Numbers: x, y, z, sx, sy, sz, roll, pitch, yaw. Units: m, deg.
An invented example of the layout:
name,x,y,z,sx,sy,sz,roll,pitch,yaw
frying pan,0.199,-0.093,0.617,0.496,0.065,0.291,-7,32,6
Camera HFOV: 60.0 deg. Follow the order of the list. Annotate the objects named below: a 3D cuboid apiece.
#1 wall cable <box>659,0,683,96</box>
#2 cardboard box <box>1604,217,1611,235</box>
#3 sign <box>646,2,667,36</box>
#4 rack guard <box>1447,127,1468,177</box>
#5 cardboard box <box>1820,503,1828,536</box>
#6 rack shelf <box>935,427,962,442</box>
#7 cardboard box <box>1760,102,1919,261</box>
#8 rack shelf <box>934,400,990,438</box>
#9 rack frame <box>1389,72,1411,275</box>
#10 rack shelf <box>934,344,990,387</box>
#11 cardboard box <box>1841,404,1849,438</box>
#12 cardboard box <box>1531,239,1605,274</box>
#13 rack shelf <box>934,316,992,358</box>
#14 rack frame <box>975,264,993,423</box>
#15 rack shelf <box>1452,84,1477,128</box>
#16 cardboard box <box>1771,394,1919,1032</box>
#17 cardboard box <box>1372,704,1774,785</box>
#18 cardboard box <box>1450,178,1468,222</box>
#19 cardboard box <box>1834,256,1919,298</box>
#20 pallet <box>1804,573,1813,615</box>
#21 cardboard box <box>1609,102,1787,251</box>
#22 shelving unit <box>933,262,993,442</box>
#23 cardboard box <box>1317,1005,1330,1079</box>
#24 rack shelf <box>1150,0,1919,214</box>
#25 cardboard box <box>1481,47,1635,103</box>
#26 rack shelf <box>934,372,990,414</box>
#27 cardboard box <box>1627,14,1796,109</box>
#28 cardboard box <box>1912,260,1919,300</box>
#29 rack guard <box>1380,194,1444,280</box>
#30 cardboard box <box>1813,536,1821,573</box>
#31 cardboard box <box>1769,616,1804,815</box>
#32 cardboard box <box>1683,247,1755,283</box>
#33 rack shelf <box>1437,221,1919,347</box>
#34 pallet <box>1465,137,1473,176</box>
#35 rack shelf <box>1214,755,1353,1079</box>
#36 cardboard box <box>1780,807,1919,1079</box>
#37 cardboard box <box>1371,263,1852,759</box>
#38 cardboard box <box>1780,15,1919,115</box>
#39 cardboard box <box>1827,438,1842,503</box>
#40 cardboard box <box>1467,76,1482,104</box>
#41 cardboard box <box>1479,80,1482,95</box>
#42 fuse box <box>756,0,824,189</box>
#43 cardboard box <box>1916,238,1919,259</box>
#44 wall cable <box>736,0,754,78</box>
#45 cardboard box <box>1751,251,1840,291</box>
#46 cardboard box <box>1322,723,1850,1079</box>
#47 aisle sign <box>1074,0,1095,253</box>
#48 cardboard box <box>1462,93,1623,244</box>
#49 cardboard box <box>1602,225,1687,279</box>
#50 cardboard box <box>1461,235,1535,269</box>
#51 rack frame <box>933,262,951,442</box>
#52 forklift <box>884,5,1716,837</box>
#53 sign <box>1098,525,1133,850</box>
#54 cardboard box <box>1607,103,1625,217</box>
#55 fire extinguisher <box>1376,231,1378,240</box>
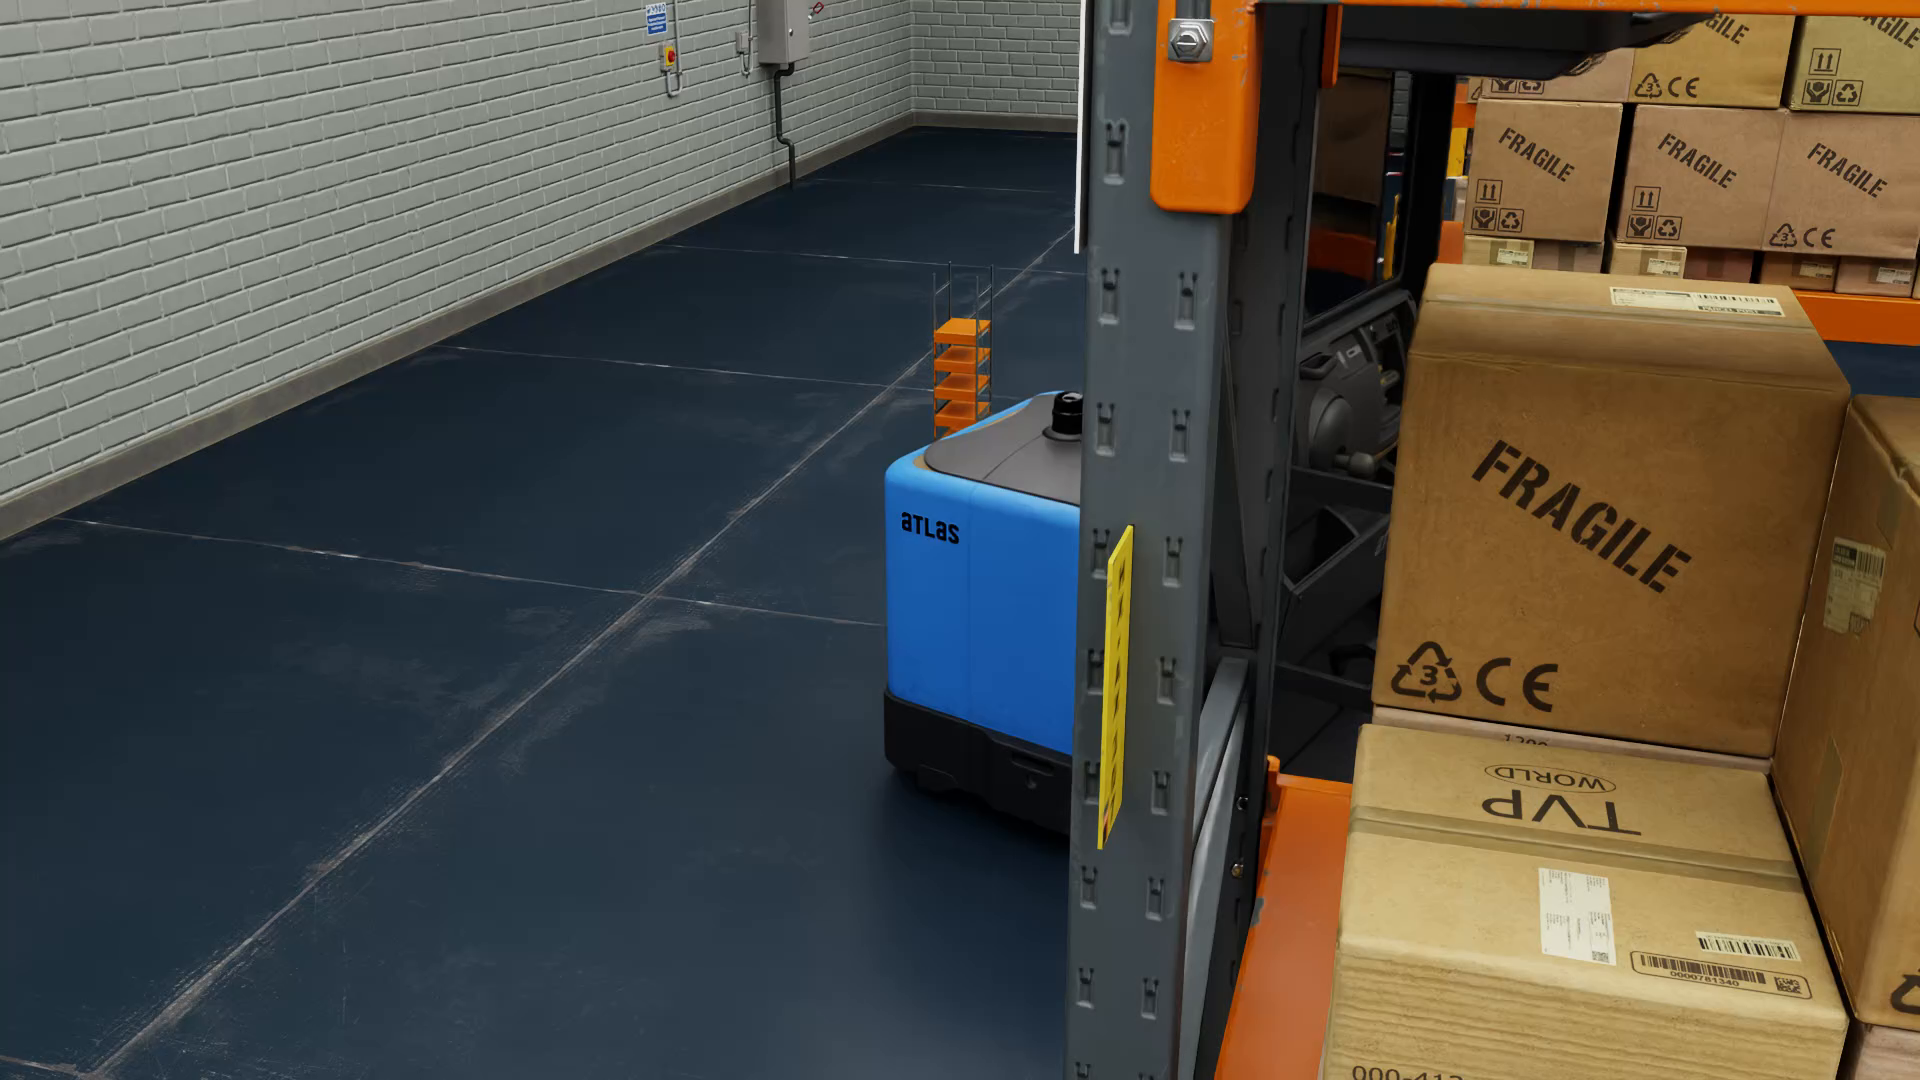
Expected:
name,x,y,z,sx,sy,sz,roll,pitch,yaw
wall cable,-2.218,-4.306,12.434,0.123,1.953,0.585,7,23,16
cardboard box,2.720,-1.290,6.793,0.250,0.149,0.380,6,23,15
sign,-2.290,-3.935,12.555,0.001,0.218,0.327,7,23,16
rack guard,4.690,-3.850,15.998,0.348,0.500,1.175,7,23,16
cardboard box,3.283,-0.157,6.511,0.250,0.149,0.380,5,23,13
rack shelf,0.014,-0.401,7.101,0.180,0.103,0.258,7,23,16
cardboard box,3.189,-1.328,6.032,0.500,0.500,0.500,7,23,16
rack shelf,0.014,-0.512,7.055,0.180,0.103,0.258,7,23,16
rack frame,1.854,-1.402,6.735,0.127,3.000,1.000,7,23,16
rack shelf,0.014,-0.734,6.964,0.180,0.103,0.258,7,23,16
cardboard box,3.666,-0.426,6.775,0.250,0.149,0.380,6,23,14
cardboard box,2.325,-1.118,6.374,0.250,0.149,0.380,7,23,17
rack shelf,0.014,-0.845,6.919,0.180,0.103,0.258,7,23,16
rack frame,0.101,-0.543,7.014,0.006,1.200,0.240,7,23,16
rack shelf,5.102,-2.659,10.749,4.000,0.370,1.077,7,23,16
cardboard box,1.185,0.180,1.697,0.500,0.500,0.500,6,23,14
cardboard box,0.865,0.278,2.446,0.500,0.250,0.500,6,23,15
cardboard box,3.848,-2.184,11.465,0.875,0.438,0.875,6,23,14
cardboard box,3.336,-1.015,6.122,0.250,0.149,0.380,6,23,14
pallet,3.859,0.133,6.668,1.213,0.211,1.003,7,23,16
cardboard box,2.724,-1.387,6.174,0.500,0.500,0.500,7,23,16
shelving unit,0.014,-0.554,7.038,0.189,1.200,0.258,7,23,16
cardboard box,0.569,0.664,2.029,0.250,0.149,0.380,7,23,16
rack shelf,2.240,-0.447,1.402,4.000,0.370,1.077,7,23,16
cardboard box,2.207,-1.903,6.115,0.500,0.500,0.500,6,23,15
rack shelf,0.014,-0.623,7.010,0.180,0.103,0.258,7,23,16
cardboard box,2.692,-1.850,5.986,0.500,0.500,0.500,7,23,17
cardboard box,3.578,-0.979,6.034,0.250,0.149,0.380,7,23,17
rack guard,3.164,-2.058,11.627,0.348,0.500,1.175,7,23,16
cardboard box,3.262,-0.019,6.566,0.250,0.149,0.380,7,23,16
cardboard box,1.351,0.333,2.310,0.500,0.250,0.500,6,23,15
cardboard box,2.855,-1.091,6.307,0.250,0.149,0.380,8,24,18
rack shelf,3.769,-0.850,6.337,4.000,0.370,1.077,7,23,16
pallet,5.454,-3.630,15.841,1.213,0.211,1.003,7,23,16
rack shelf,2.240,0.941,1.971,4.000,0.370,1.077,7,23,16
cardboard box,1.206,0.526,1.840,0.500,0.250,0.500,6,23,15
cardboard box,0.867,-0.068,2.301,0.500,0.500,0.500,7,23,16
cardboard box,3.184,-1.785,5.827,0.500,0.500,0.500,6,23,14
cardboard box,3.285,-0.280,6.419,0.250,0.149,0.380,7,23,18
cardboard box,3.564,-3.101,10.745,0.500,0.500,0.500,6,23,15
cardboard box,2.359,-1.630,6.767,0.500,0.500,0.500,7,23,17
fuse box,-1.471,-3.972,14.699,0.414,1.711,0.539,7,23,16
cardboard box,3.679,-1.275,5.902,0.500,0.500,0.500,6,23,14
wall cable,-1.819,-4.808,13.699,0.122,1.984,0.588,7,23,16
cardboard box,3.108,-1.052,6.213,0.250,0.149,0.380,6,23,15
cardboard box,0.706,0.472,1.973,0.500,0.250,0.500,6,23,14
aisle sign,0.169,-0.712,1.629,0.004,0.787,0.394,7,23,16
cardboard box,2.204,-1.436,6.295,0.500,0.500,0.500,8,24,18
cardboard box,2.567,-1.069,6.255,0.250,0.149,0.380,6,23,14
cardboard box,2.070,-1.131,6.406,0.250,0.149,0.380,6,23,15
rack frame,-0.074,-0.564,7.063,0.006,1.200,0.240,7,23,16
forklift,1.258,-0.423,4.438,3.031,2.935,1.130,15,27,32
sign,0.159,0.153,1.699,0.005,0.325,0.100,7,23,16
cardboard box,2.850,-1.572,6.625,0.500,0.500,0.500,6,23,15
fire extinguisher,1.746,-1.389,7.297,0.183,0.674,0.296,7,23,16
